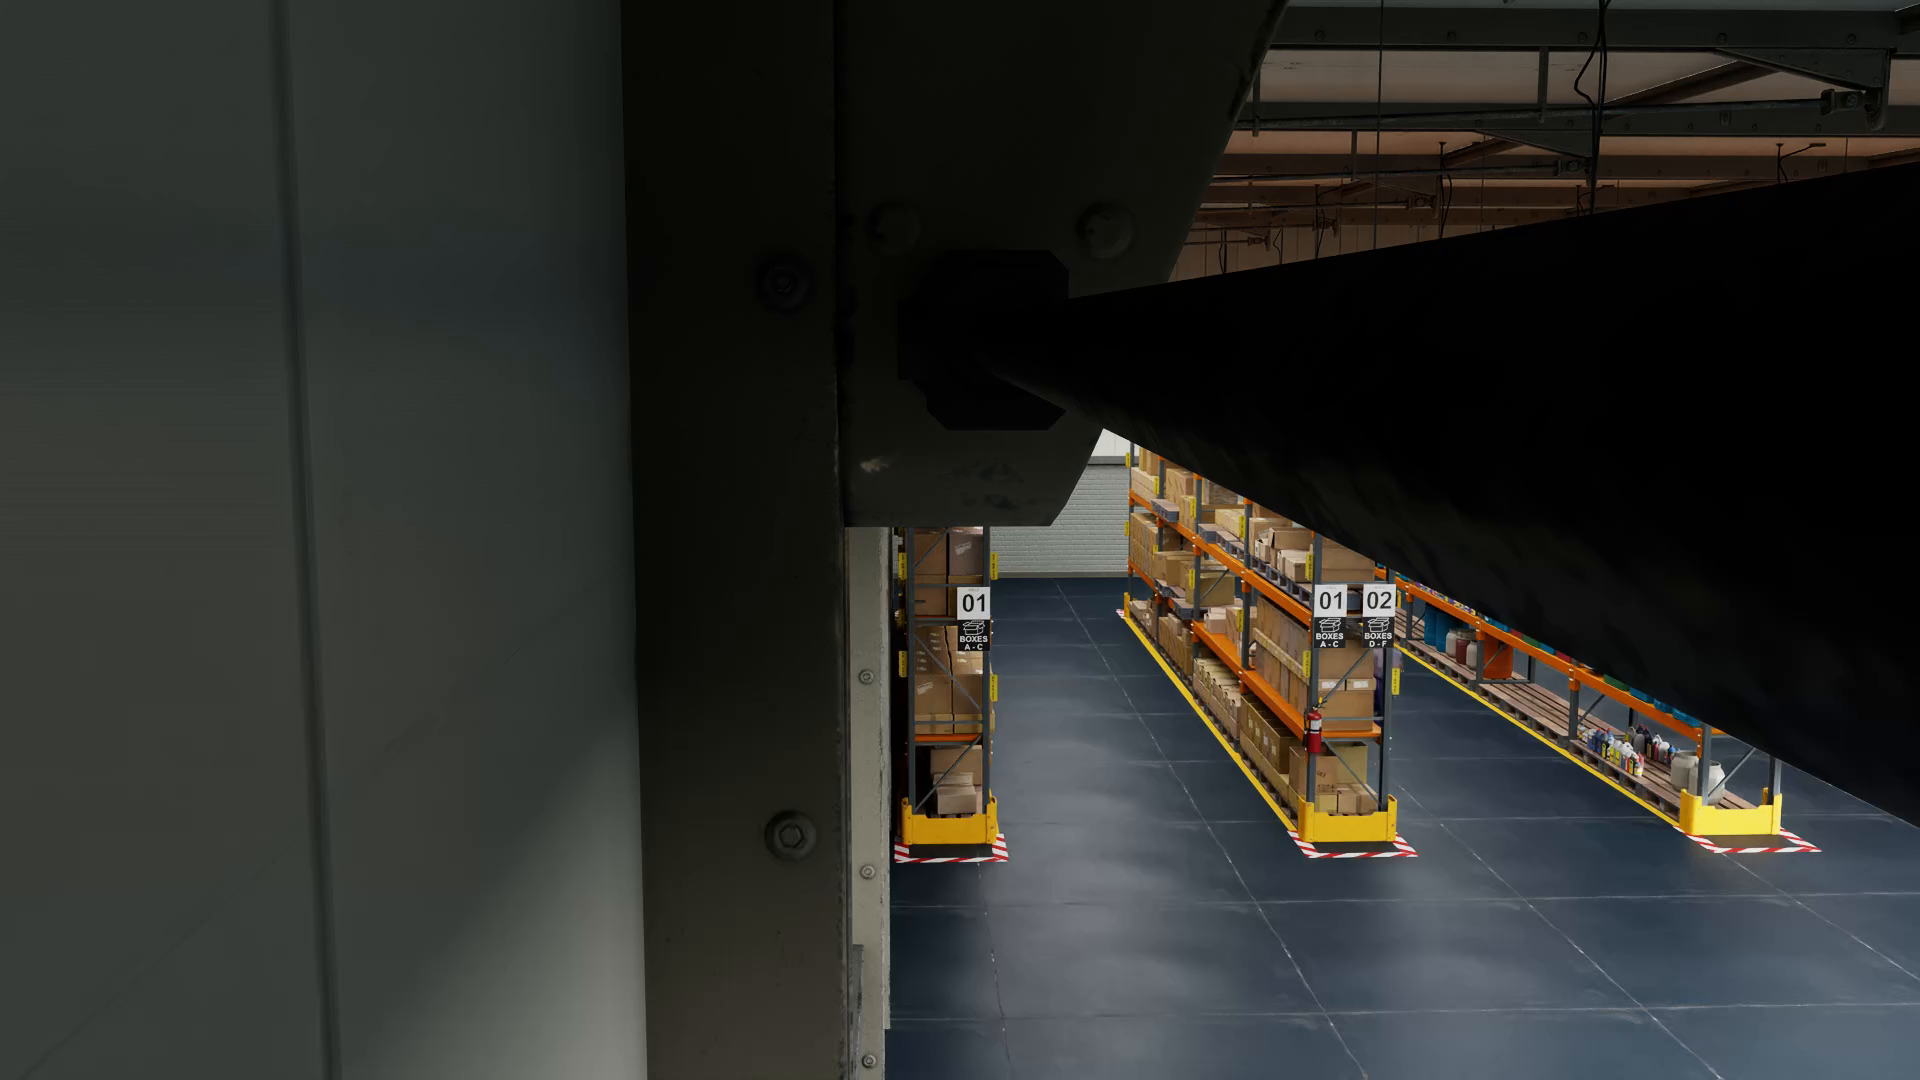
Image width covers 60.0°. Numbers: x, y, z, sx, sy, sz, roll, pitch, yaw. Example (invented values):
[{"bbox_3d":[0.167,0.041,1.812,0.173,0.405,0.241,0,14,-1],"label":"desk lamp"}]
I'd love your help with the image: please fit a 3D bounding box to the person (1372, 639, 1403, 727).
[{"bbox_3d":[6.603,2.256,25.931,0.594,1.582,0.682,-2,8,-16],"label":"person"}]
